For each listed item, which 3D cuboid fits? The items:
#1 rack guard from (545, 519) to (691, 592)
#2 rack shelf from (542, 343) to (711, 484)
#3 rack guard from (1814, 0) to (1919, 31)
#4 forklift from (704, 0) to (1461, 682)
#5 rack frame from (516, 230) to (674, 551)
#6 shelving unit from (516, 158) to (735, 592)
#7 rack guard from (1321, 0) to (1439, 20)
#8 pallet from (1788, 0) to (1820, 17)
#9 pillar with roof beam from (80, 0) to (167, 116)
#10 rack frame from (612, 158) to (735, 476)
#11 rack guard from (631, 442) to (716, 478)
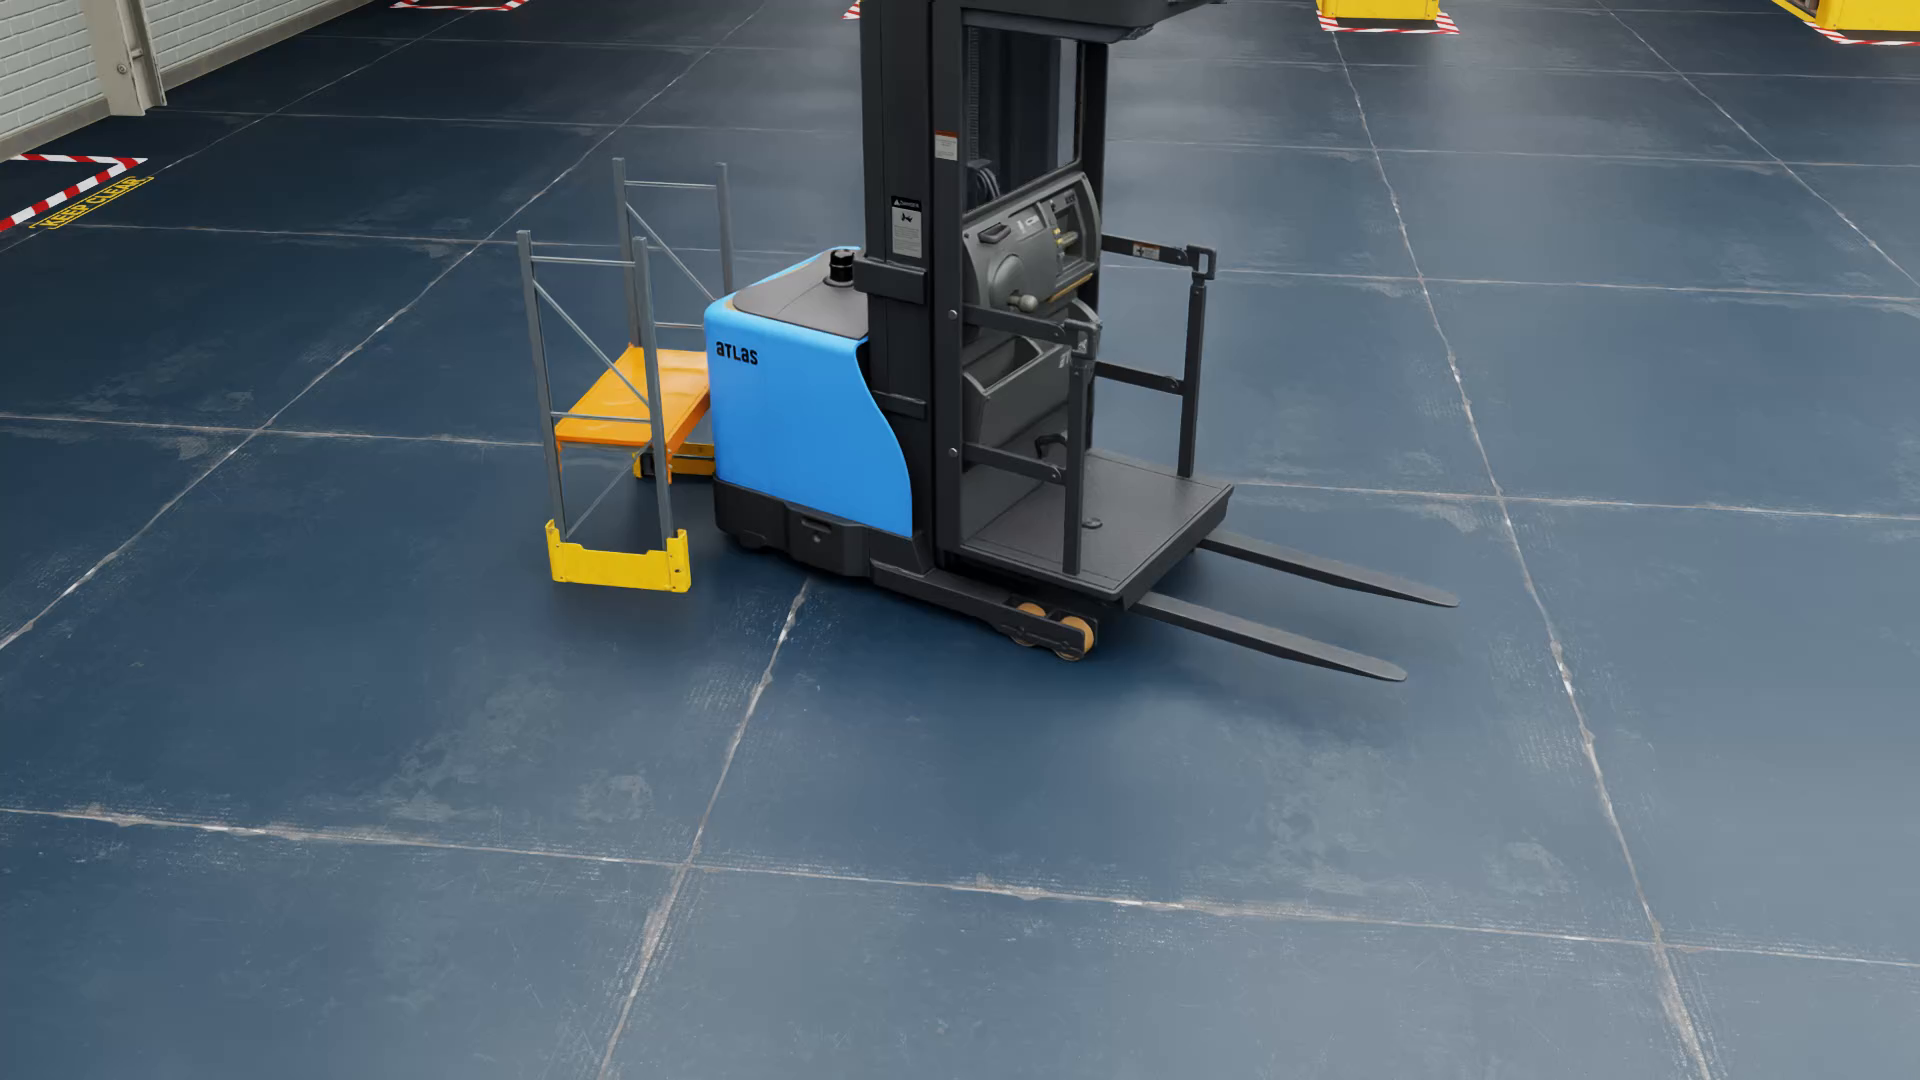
[{"bbox_3d":[-1.410,0.064,6.869,0.587,0.250,0.087,5,29,9],"label":"rack guard"},{"bbox_3d":[-1.326,-0.557,7.081,0.538,0.185,1.000,5,29,9],"label":"rack shelf"},{"bbox_3d":[9.363,-5.450,16.839,1.175,0.500,0.348,3,28,6],"label":"rack guard"},{"bbox_3d":[0.459,-1.114,6.228,3.031,2.935,1.130,17,33,28],"label":"forklift"},{"bbox_3d":[-1.413,-0.478,6.555,0.500,1.500,0.032,5,29,9],"label":"rack frame"},{"bbox_3d":[-1.325,-0.719,7.004,0.587,1.500,1.083,5,29,9],"label":"shelving unit"},{"bbox_3d":[4.401,-5.740,17.378,1.175,0.500,0.348,3,28,6],"label":"rack guard"},{"bbox_3d":[9.498,-5.703,17.613,1.003,0.211,1.213,3,28,6],"label":"pallet"},{"bbox_3d":[-2.630,-7.324,11.358,9.100,9.000,0.400,3,28,6],"label":"pillar with roof beam"},{"bbox_3d":[-1.239,-0.953,7.437,0.500,1.500,0.032,5,29,9],"label":"rack frame"},{"bbox_3d":[-1.240,-0.402,7.732,0.587,0.250,0.087,5,29,9],"label":"rack guard"}]
